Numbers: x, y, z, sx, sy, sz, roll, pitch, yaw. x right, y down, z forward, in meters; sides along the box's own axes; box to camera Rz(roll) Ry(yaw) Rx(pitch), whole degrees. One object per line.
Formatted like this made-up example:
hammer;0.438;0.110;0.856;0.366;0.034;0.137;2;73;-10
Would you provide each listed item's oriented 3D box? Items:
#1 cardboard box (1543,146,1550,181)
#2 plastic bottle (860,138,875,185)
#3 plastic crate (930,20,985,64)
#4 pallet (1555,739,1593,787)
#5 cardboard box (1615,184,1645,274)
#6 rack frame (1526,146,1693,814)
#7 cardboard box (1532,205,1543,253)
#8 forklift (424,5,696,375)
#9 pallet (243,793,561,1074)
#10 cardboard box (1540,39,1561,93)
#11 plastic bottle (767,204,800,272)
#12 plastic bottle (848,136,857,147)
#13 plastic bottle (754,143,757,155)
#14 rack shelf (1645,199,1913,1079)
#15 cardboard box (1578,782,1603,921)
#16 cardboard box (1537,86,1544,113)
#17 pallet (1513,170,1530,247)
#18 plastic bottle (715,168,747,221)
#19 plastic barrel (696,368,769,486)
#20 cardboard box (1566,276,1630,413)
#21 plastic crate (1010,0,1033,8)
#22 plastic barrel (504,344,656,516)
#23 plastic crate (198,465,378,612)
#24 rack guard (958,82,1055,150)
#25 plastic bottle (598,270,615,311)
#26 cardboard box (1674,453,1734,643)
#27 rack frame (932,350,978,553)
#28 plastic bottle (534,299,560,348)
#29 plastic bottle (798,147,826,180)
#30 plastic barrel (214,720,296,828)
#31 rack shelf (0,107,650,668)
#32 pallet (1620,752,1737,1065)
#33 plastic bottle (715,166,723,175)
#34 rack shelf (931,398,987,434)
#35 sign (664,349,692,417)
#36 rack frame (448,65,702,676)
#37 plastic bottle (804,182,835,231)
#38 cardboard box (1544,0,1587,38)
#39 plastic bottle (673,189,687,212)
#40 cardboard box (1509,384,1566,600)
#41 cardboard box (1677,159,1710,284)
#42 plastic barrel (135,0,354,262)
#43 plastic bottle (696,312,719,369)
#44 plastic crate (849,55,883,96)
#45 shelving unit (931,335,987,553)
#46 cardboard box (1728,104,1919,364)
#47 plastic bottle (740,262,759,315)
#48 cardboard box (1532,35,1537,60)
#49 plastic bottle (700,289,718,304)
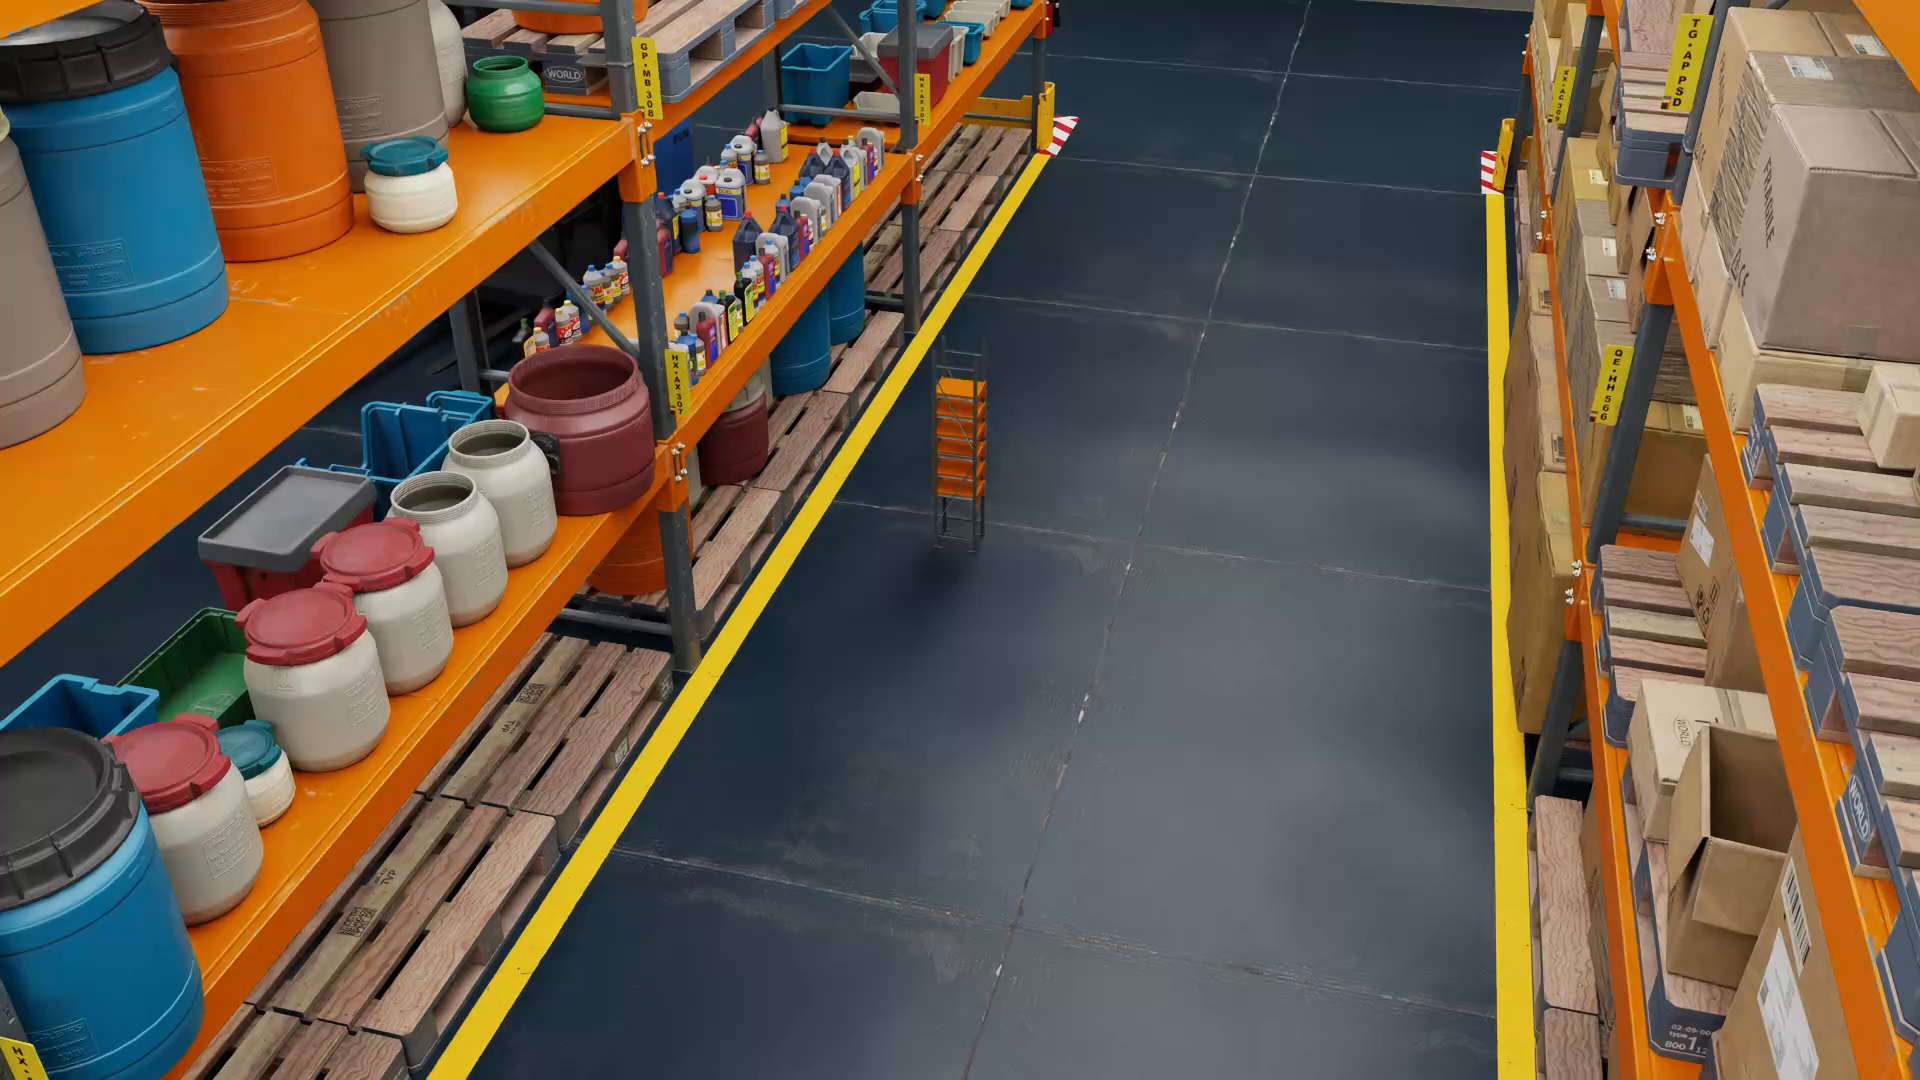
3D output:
cardboard box;3.845;-2.330;10.353;0.380;0.149;0.250;9;33;13
plastic bottle;-0.574;-2.349;10.258;0.061;0.283;0.133;8;33;12
plastic crate;-0.030;-3.703;12.379;0.416;0.233;0.300;8;33;12
pallet;3.277;0.755;7.866;1.003;0.211;1.213;8;33;12
cardboard box;3.537;-1.553;7.868;0.797;0.503;0.637;9;34;14
rack frame;3.004;-0.023;6.491;1.000;3.000;0.127;8;33;12
cardboard box;4.492;-2.178;11.469;0.875;0.875;0.875;8;33;12
forklift;-3.030;-2.906;11.089;1.130;2.935;3.031;13;35;20
pallet;-2.333;1.507;6.683;1.003;0.211;1.213;8;33;12
cardboard box;4.267;-3.222;11.385;0.500;0.250;0.500;7;33;11
plastic bottle;-0.968;-1.659;9.110;0.144;0.351;0.185;8;33;12
plastic bottle;-0.685;-2.448;10.490;0.097;0.201;0.097;0;32;0
plastic bottle;-1.323;-2.426;10.455;0.097;0.201;0.097;0;32;0
rack shelf;2.496;0.052;4.246;1.077;0.370;4.000;8;33;12
cardboard box;2.853;1.196;6.492;0.700;0.500;0.500;6;33;10
cardboard box;4.171;-2.995;11.399;0.380;0.149;0.250;9;33;13
pallet;4.907;-2.572;13.100;1.003;0.211;1.213;8;33;12
plastic bottle;-1.346;-2.031;9.765;0.152;0.276;0.135;8;33;12
plastic barrel;-1.393;-0.699;9.411;0.600;0.588;0.708;8;33;12
cardboard box;3.150;-0.883;7.750;0.500;0.500;0.500;7;33;11
plastic crate;0.339;-4.690;13.743;0.616;0.435;0.499;8;33;12
plastic barrel;-1.612;-0.473;7.071;0.600;0.536;0.708;8;33;12
plastic crate;-2.493;0.072;6.281;0.402;0.464;0.583;8;33;12
rack guard;0.237;-3.808;14.775;1.175;0.500;0.348;8;33;12
plastic bottle;-1.868;-1.312;8.702;0.097;0.201;0.097;0;32;0
cardboard box;2.905;0.043;5.902;0.500;0.500;0.500;4;33;6
rack frame;-0.027;-0.451;8.842;0.240;1.200;0.006;8;33;12
plastic bottle;-2.038;-1.036;8.193;0.061;0.283;0.133;8;33;12
plastic bottle;-0.875;-2.155;9.889;0.144;0.351;0.185;8;33;12
plastic barrel;-2.318;0.771;5.371;0.301;0.262;0.301;0;32;0
rack shelf;-2.295;-0.622;5.307;1.077;0.370;4.000;8;33;12
pallet;2.541;1.090;4.918;1.003;0.211;1.213;8;33;12
plastic bottle;-1.456;-2.154;10.027;0.097;0.201;0.097;0;32;0
rack shelf;-0.004;-0.664;8.811;0.258;0.103;0.180;8;33;12
sign;-1.253;-0.695;7.396;0.100;0.325;0.005;8;33;12
rack frame;-1.787;-0.698;7.551;1.000;3.000;0.127;8;33;12
plastic bottle;-0.814;-1.951;9.639;0.152;0.276;0.135;8;33;12
cardboard box;4.398;-3.812;11.614;0.500;0.500;0.500;7;33;11
plastic bottle;-1.608;-1.873;9.521;0.097;0.271;0.097;0;32;0
cardboard box;3.433;-0.121;8.233;1.225;0.875;0.875;8;33;13
cardboard box;2.638;-1.017;5.397;0.500;0.250;0.500;9;33;13
plastic barrel;-2.371;-1.409;5.474;0.600;0.830;0.708;8;33;12
plastic bottle;-1.237;-0.993;8.125;0.061;0.283;0.133;8;33;12
plastic crate;-0.748;-3.300;11.845;0.437;0.125;0.590;8;33;12
shelving unit;-0.004;-0.499;8.916;0.258;1.200;0.189;8;33;12
cardboard box;2.383;-0.809;4.371;0.500;0.500;0.500;7;33;11
plastic bottle;-1.099;-1.309;8.634;0.097;0.271;0.097;0;32;0
cardboard box;4.496;-3.663;12.450;0.380;0.149;0.250;7;33;11
plastic bottle;-1.250;-1.129;8.349;0.097;0.271;0.097;0;32;0
